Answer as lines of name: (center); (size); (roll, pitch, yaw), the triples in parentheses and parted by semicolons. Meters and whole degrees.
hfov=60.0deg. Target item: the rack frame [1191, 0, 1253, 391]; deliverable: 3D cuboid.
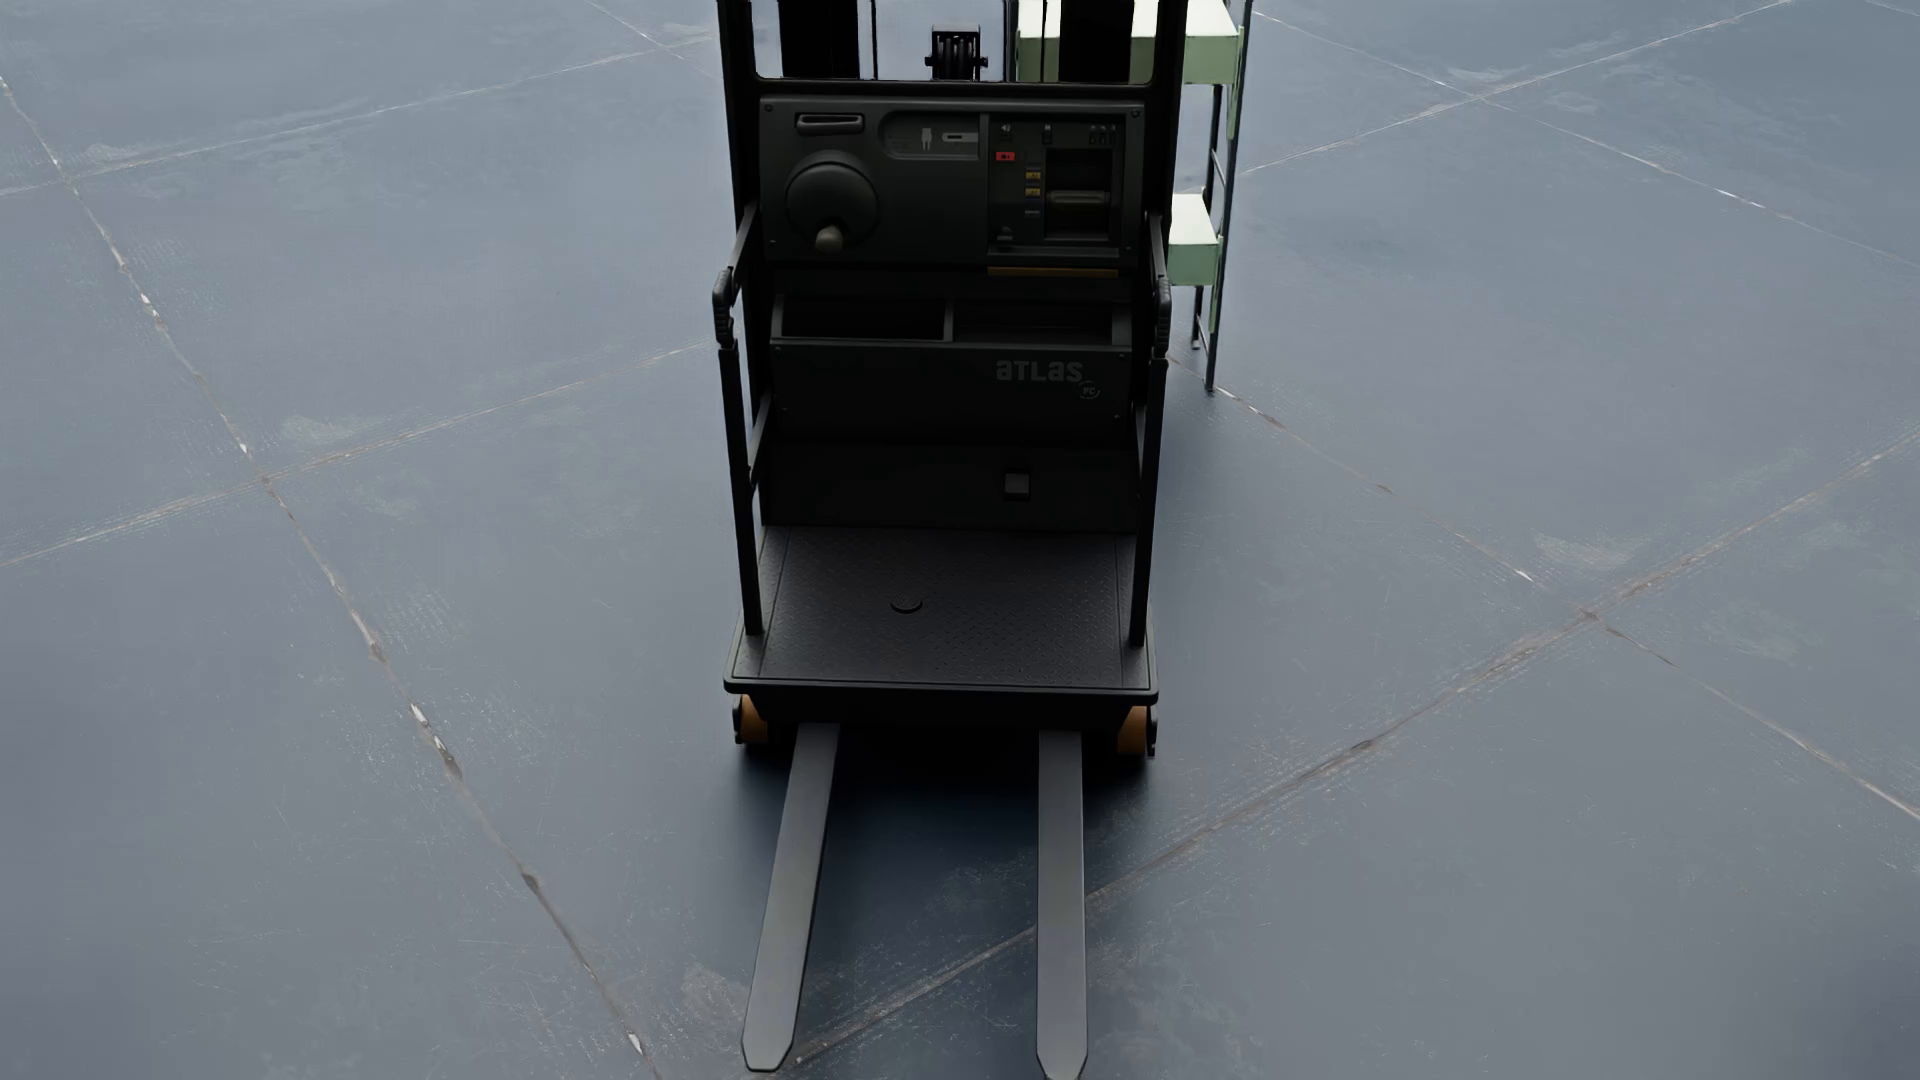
rack frame: (0.895, -1.262, 5.720); (0.023, 1.500, 0.400); (-1, 36, -1)

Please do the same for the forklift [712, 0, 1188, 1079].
forklift: (-0.029, -0.808, 3.863); (1.130, 2.935, 3.031); (1, 36, 2)

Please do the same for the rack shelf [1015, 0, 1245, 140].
rack shelf: (0.529, -1.573, 5.485); (0.720, 0.370, 0.431); (-1, 36, -1)

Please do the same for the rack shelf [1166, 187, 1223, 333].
rack shelf: (0.529, -0.992, 5.903); (0.720, 0.370, 0.431); (-1, 36, -1)

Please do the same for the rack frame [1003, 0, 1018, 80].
rack frame: (0.163, -1.251, 5.705); (0.023, 1.500, 0.400); (-1, 36, -1)

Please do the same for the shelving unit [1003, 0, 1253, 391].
shelving unit: (0.529, -1.256, 5.712); (0.755, 1.500, 0.431); (-1, 36, -1)
